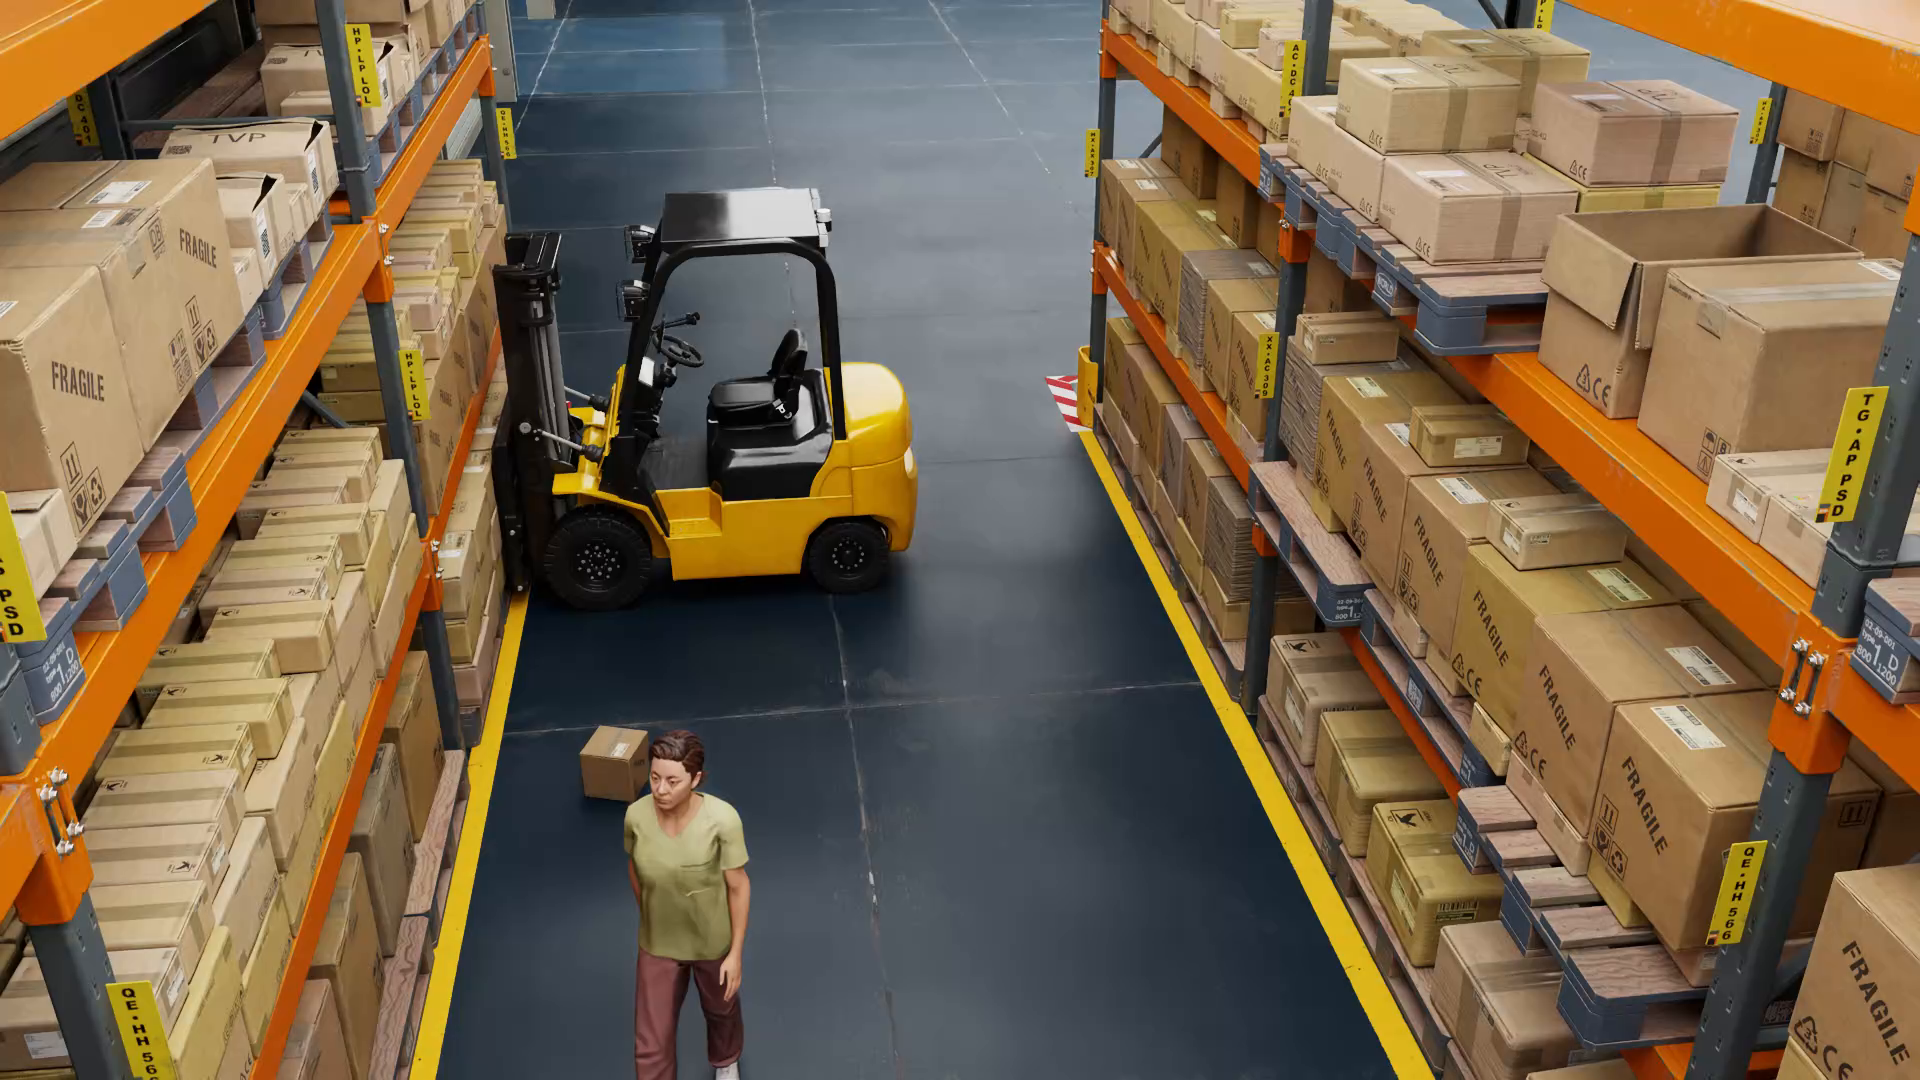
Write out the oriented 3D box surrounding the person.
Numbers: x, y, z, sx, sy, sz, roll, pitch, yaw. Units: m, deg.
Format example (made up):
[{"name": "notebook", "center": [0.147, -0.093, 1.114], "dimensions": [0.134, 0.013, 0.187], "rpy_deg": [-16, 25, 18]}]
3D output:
[{"name": "person", "center": [-0.949, 1.454, 5.770], "dimensions": [0.452, 1.636, 0.868], "rpy_deg": [0, 27, 0]}]
